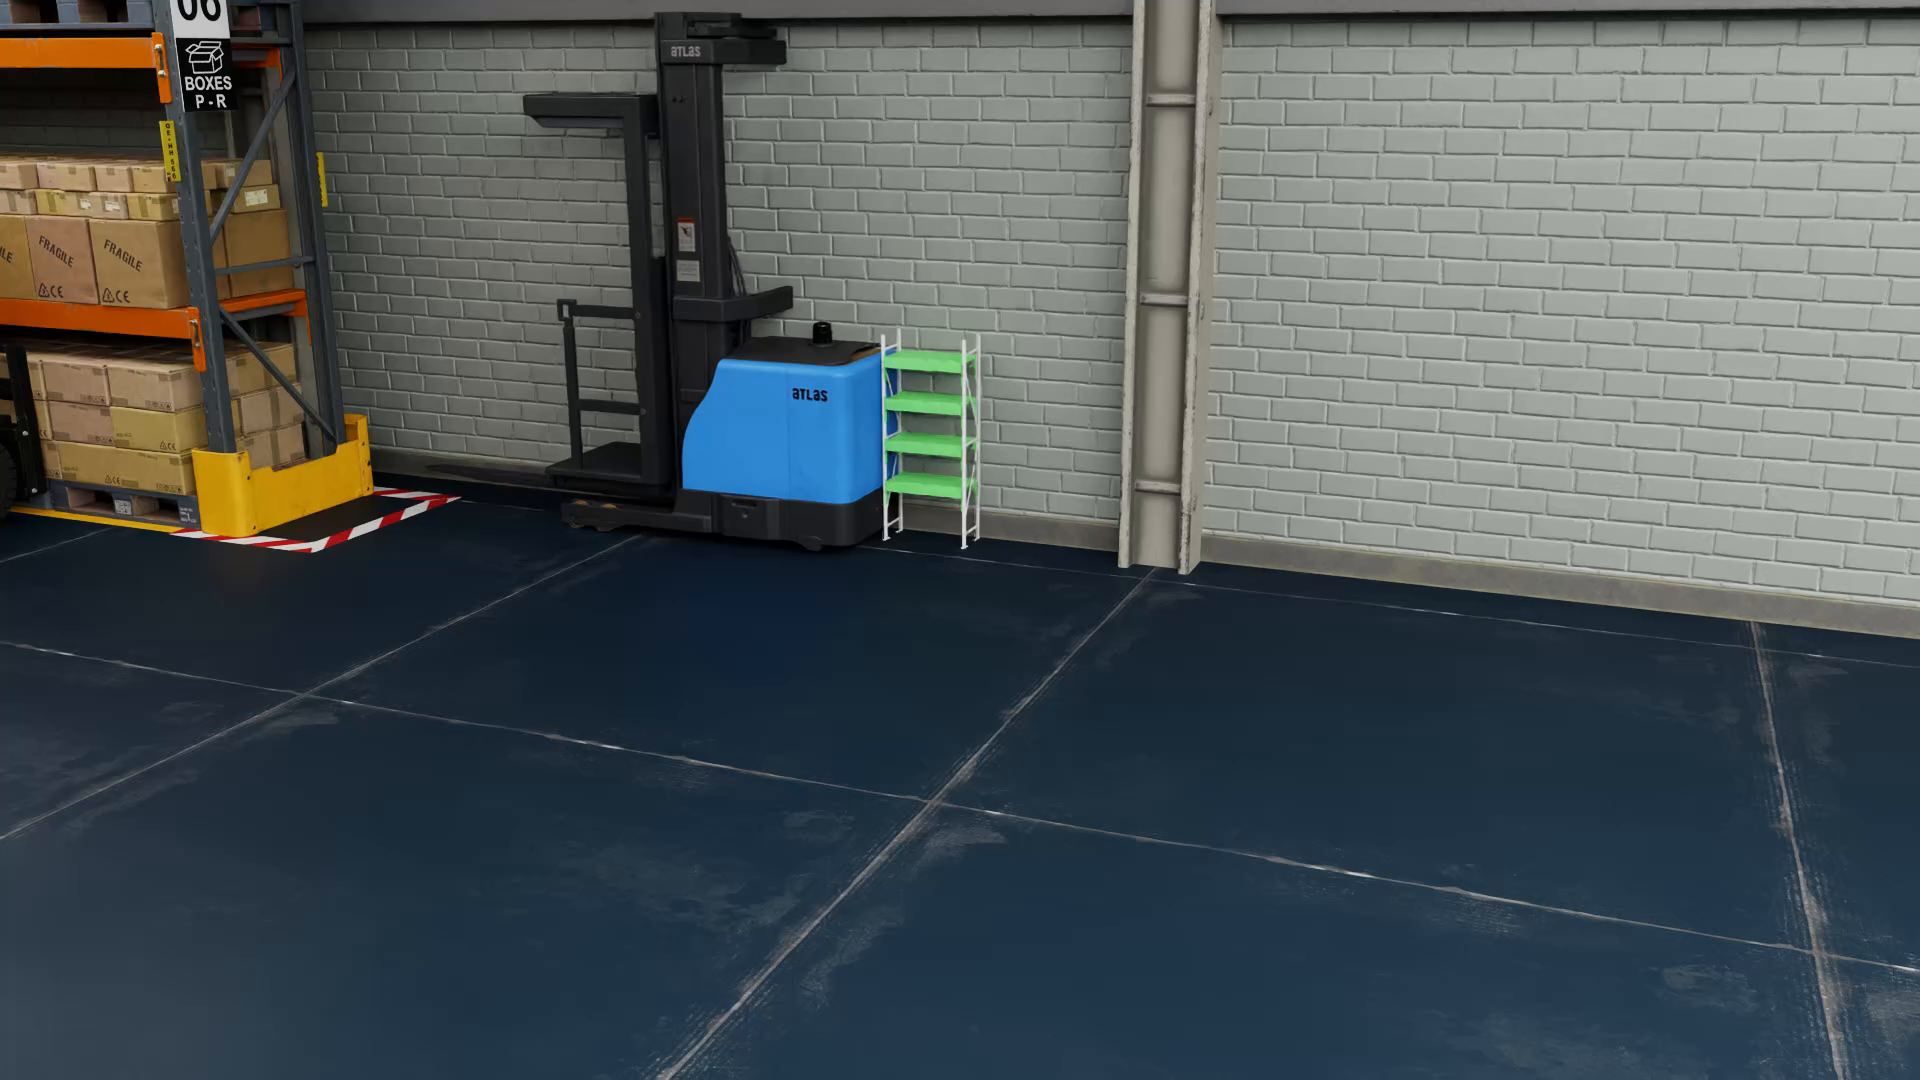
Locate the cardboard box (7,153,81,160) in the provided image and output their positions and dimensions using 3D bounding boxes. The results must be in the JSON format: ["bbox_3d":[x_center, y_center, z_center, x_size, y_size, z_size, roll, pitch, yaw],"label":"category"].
[{"bbox_3d":[-5.818,-2.379,10.611,0.250,0.149,0.380,6,17,21],"label":"cardboard box"}]

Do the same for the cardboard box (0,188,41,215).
[{"bbox_3d":[-5.541,-2.048,10.004,0.250,0.149,0.380,6,17,19],"label":"cardboard box"}]

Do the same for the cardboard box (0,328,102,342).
[{"bbox_3d":[-5.935,-1.239,10.947,0.500,0.250,0.500,6,17,20],"label":"cardboard box"}]

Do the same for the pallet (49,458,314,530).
[{"bbox_3d":[-4.883,-0.349,10.498,1.213,0.211,1.003,6,17,21],"label":"pallet"}]

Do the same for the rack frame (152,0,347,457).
[{"bbox_3d":[-4.156,-1.621,9.878,0.127,3.000,1.000,6,17,21],"label":"rack frame"}]

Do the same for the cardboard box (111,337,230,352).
[{"bbox_3d":[-5.000,-1.131,10.574,0.500,0.250,0.500,6,17,21],"label":"cardboard box"}]

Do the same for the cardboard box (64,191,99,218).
[{"bbox_3d":[-5.049,-2.004,9.855,0.250,0.149,0.380,7,17,22],"label":"cardboard box"}]

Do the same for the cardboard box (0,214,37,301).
[{"bbox_3d":[-5.666,-1.759,10.174,0.500,0.500,0.500,6,17,20],"label":"cardboard box"}]

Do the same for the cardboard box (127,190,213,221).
[{"bbox_3d":[-4.581,-1.943,9.645,0.250,0.149,0.380,7,17,21],"label":"cardboard box"}]

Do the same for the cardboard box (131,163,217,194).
[{"bbox_3d":[-4.566,-2.105,9.670,0.250,0.149,0.380,6,17,21],"label":"cardboard box"}]

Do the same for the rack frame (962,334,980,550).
[{"bbox_3d":[0.063,-0.554,9.428,0.015,1.200,0.240,6,17,21],"label":"rack frame"}]

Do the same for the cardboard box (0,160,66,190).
[{"bbox_3d":[-5.548,-2.185,9.944,0.250,0.149,0.380,7,18,22],"label":"cardboard box"}]

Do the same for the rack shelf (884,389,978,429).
[{"bbox_3d":[-0.164,-0.748,9.465,0.480,0.148,0.258,6,17,21],"label":"rack shelf"}]

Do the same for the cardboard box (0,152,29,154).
[{"bbox_3d":[-6.290,-2.439,10.818,0.250,0.149,0.380,6,17,20],"label":"cardboard box"}]

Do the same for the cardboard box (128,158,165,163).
[{"bbox_3d":[-4.872,-2.272,10.244,0.250,0.149,0.380,7,17,22],"label":"cardboard box"}]

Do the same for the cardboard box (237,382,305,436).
[{"bbox_3d":[-4.517,-0.844,10.484,0.500,0.250,0.500,7,17,22],"label":"cardboard box"}]

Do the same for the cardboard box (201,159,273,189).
[{"bbox_3d":[-4.390,-2.213,10.041,0.250,0.149,0.380,6,17,20],"label":"cardboard box"}]

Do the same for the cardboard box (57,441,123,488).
[{"bbox_3d":[-5.168,-0.522,10.269,0.500,0.250,0.500,6,17,21],"label":"cardboard box"}]

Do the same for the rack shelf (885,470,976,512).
[{"bbox_3d":[-0.163,-0.287,9.599,0.480,0.148,0.258,6,17,21],"label":"rack shelf"}]

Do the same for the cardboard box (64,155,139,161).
[{"bbox_3d":[-5.351,-2.322,10.415,0.250,0.149,0.380,7,18,22],"label":"cardboard box"}]

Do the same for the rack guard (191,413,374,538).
[{"bbox_3d":[-4.134,-0.418,10.218,0.348,0.500,1.175,6,17,21],"label":"rack guard"}]

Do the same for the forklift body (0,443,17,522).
[{"bbox_3d":[-6.589,-0.934,9.034,1.214,2.155,2.313,6,17,21],"label":"forklift body"}]

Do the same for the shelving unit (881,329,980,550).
[{"bbox_3d":[-0.164,-0.579,9.514,0.503,1.200,0.258,6,17,21],"label":"shelving unit"}]

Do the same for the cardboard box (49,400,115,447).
[{"bbox_3d":[-5.186,-0.765,10.211,0.500,0.250,0.500,6,17,20],"label":"cardboard box"}]

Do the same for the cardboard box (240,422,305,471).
[{"bbox_3d":[-4.541,-0.603,10.550,0.500,0.250,0.500,6,17,21],"label":"cardboard box"}]

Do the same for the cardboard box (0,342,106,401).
[{"bbox_3d":[-5.649,-1.048,10.290,0.500,0.250,0.500,7,17,21],"label":"cardboard box"}]

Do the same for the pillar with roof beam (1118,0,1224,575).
[{"bbox_3d":[-0.471,-3.077,4.131,0.400,9.000,9.100,6,17,21],"label":"pillar with roof beam"}]

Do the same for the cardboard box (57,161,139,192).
[{"bbox_3d":[-5.061,-2.142,9.797,0.250,0.149,0.380,7,17,22],"label":"cardboard box"}]

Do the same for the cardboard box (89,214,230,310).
[{"bbox_3d":[-4.710,-1.651,9.802,0.500,0.500,0.500,6,17,19],"label":"cardboard box"}]

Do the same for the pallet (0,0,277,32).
[{"bbox_3d":[-4.804,-3.098,9.744,1.213,0.211,1.003,6,17,21],"label":"pallet"}]

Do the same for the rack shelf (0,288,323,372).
[{"bbox_3d":[-6.016,-1.480,10.683,4.000,0.370,1.077,6,17,21],"label":"rack shelf"}]

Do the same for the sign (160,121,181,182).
[{"bbox_3d":[-4.368,-2.152,9.203,0.005,0.325,0.100,6,17,21],"label":"sign"}]

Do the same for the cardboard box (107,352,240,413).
[{"bbox_3d":[-4.699,-0.949,9.947,0.500,0.250,0.500,7,18,22],"label":"cardboard box"}]

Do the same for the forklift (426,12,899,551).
[{"bbox_3d":[-1.831,-1.584,9.873,3.031,2.935,1.130,6,17,20],"label":"forklift"}]

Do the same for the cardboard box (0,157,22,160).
[{"bbox_3d":[-5.996,-2.261,10.205,0.250,0.149,0.380,7,17,21],"label":"cardboard box"}]
